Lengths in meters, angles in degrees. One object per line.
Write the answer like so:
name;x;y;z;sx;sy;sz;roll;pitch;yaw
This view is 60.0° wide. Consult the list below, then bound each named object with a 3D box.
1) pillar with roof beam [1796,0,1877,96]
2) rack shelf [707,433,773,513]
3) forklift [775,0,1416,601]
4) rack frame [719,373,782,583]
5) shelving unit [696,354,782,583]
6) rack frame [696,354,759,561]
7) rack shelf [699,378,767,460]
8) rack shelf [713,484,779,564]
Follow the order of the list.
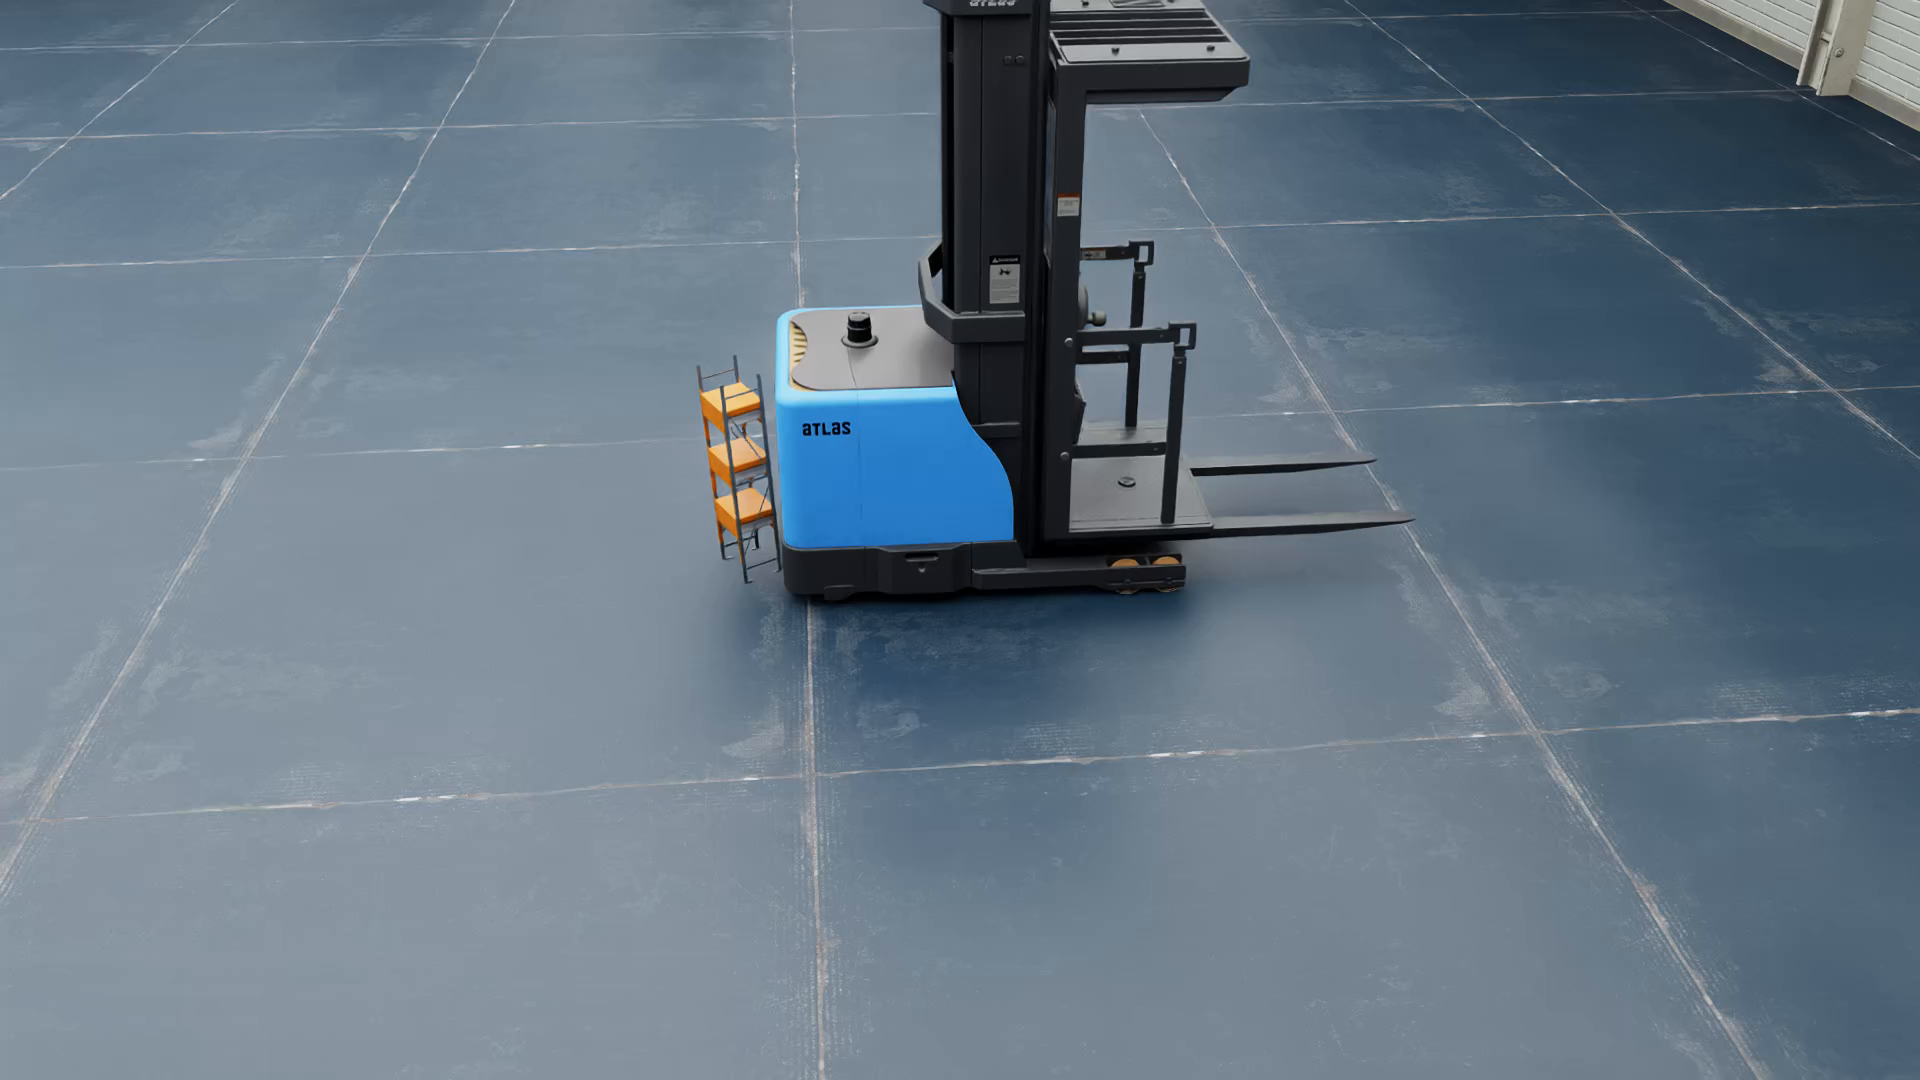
pillar with roof beam;3.559;-7.755;12.458;9.100;9.000;0.400;-3;31;-5
rack shelf;-1.024;-0.314;7.763;0.215;0.259;0.240;-20;36;-26
forklift;0.653;-1.272;7.522;3.031;2.935;1.130;-3;31;-4
rack frame;-0.959;-0.270;7.669;0.200;1.050;0.008;-20;36;-26
shelving unit;-1.025;-0.323;7.758;0.215;1.050;0.252;-20;36;-26
rack frame;-1.090;-0.376;7.846;0.200;1.050;0.008;-20;36;-26
rack shelf;-1.034;-0.554;7.612;0.215;0.259;0.240;-20;36;-26
rack shelf;-1.014;-0.079;7.911;0.215;0.259;0.240;-20;36;-26
